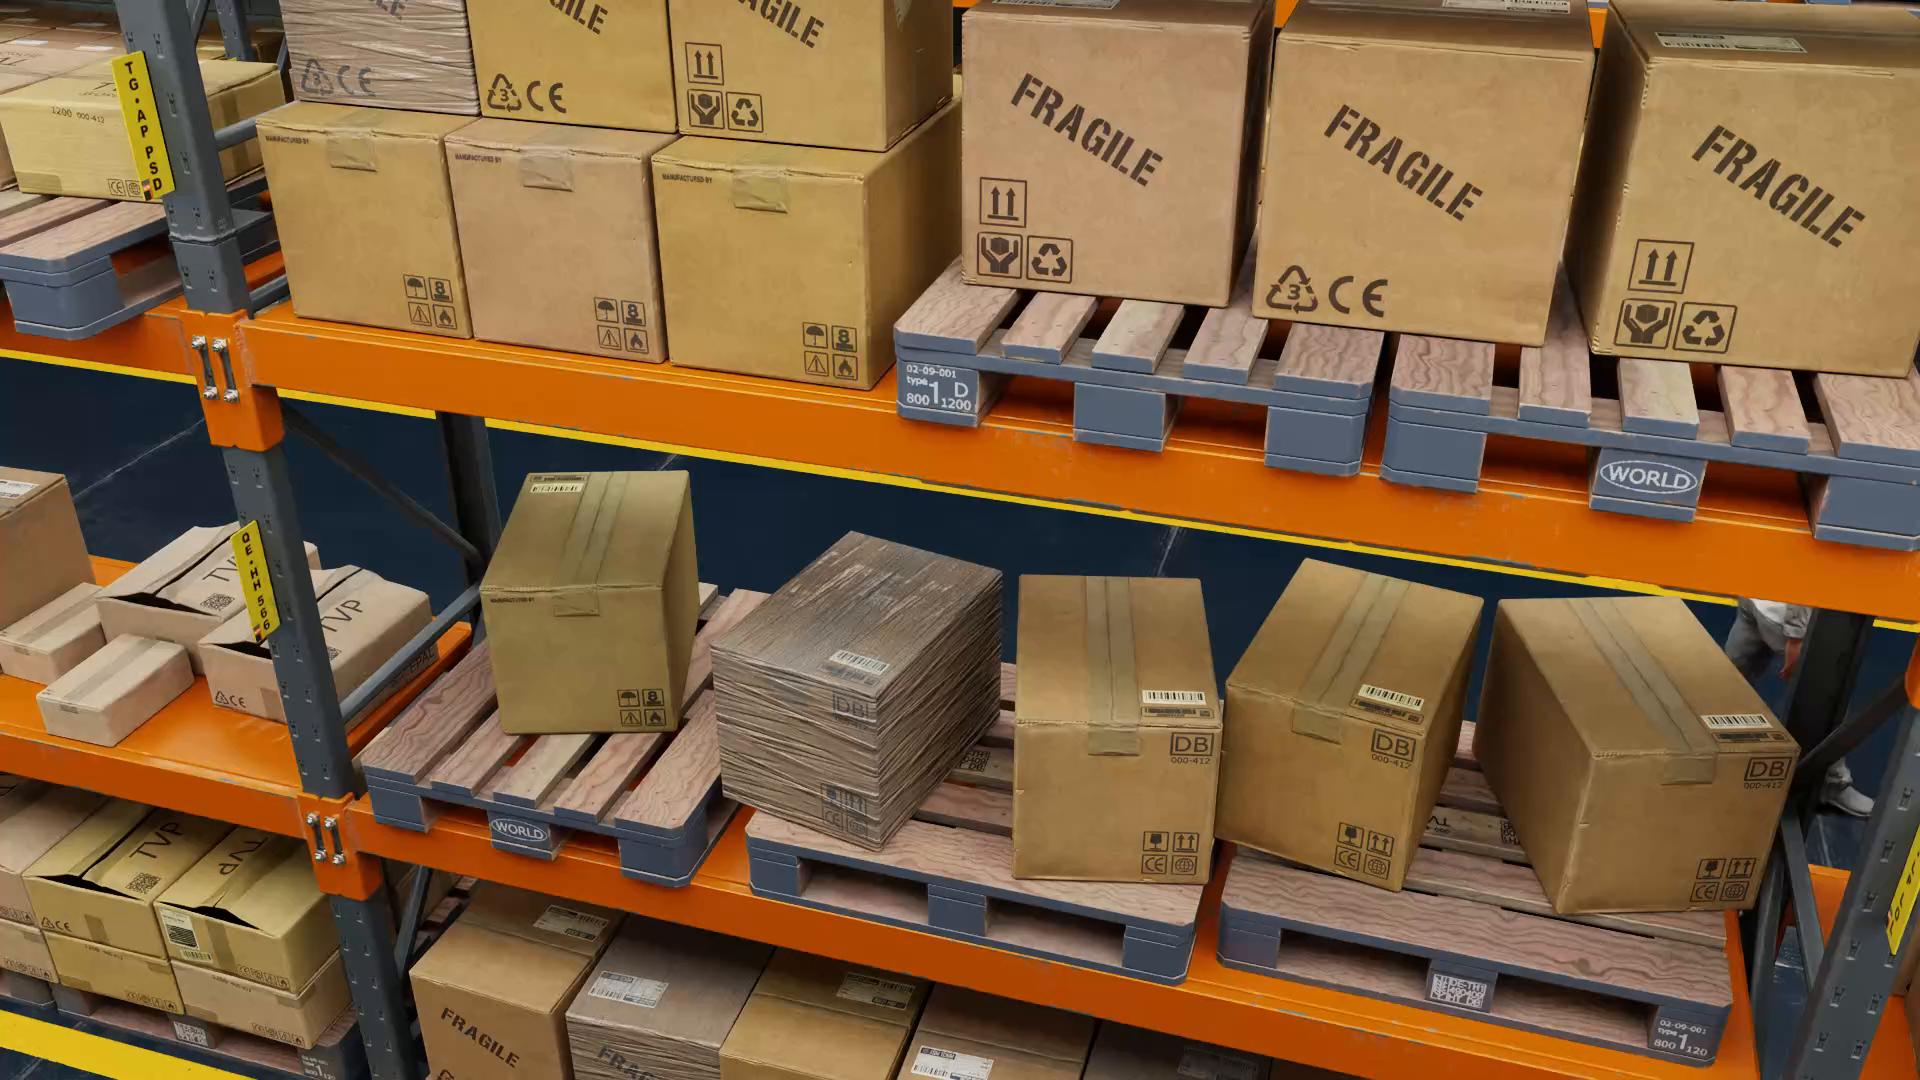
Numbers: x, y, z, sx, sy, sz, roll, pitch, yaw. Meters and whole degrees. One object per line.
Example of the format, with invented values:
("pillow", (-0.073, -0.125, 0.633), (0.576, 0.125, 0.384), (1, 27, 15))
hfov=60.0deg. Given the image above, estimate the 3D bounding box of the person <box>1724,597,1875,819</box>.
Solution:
("person", (3.385, 0.268, 6.613), (0.850, 1.773, 0.592), (1, 29, 3))
